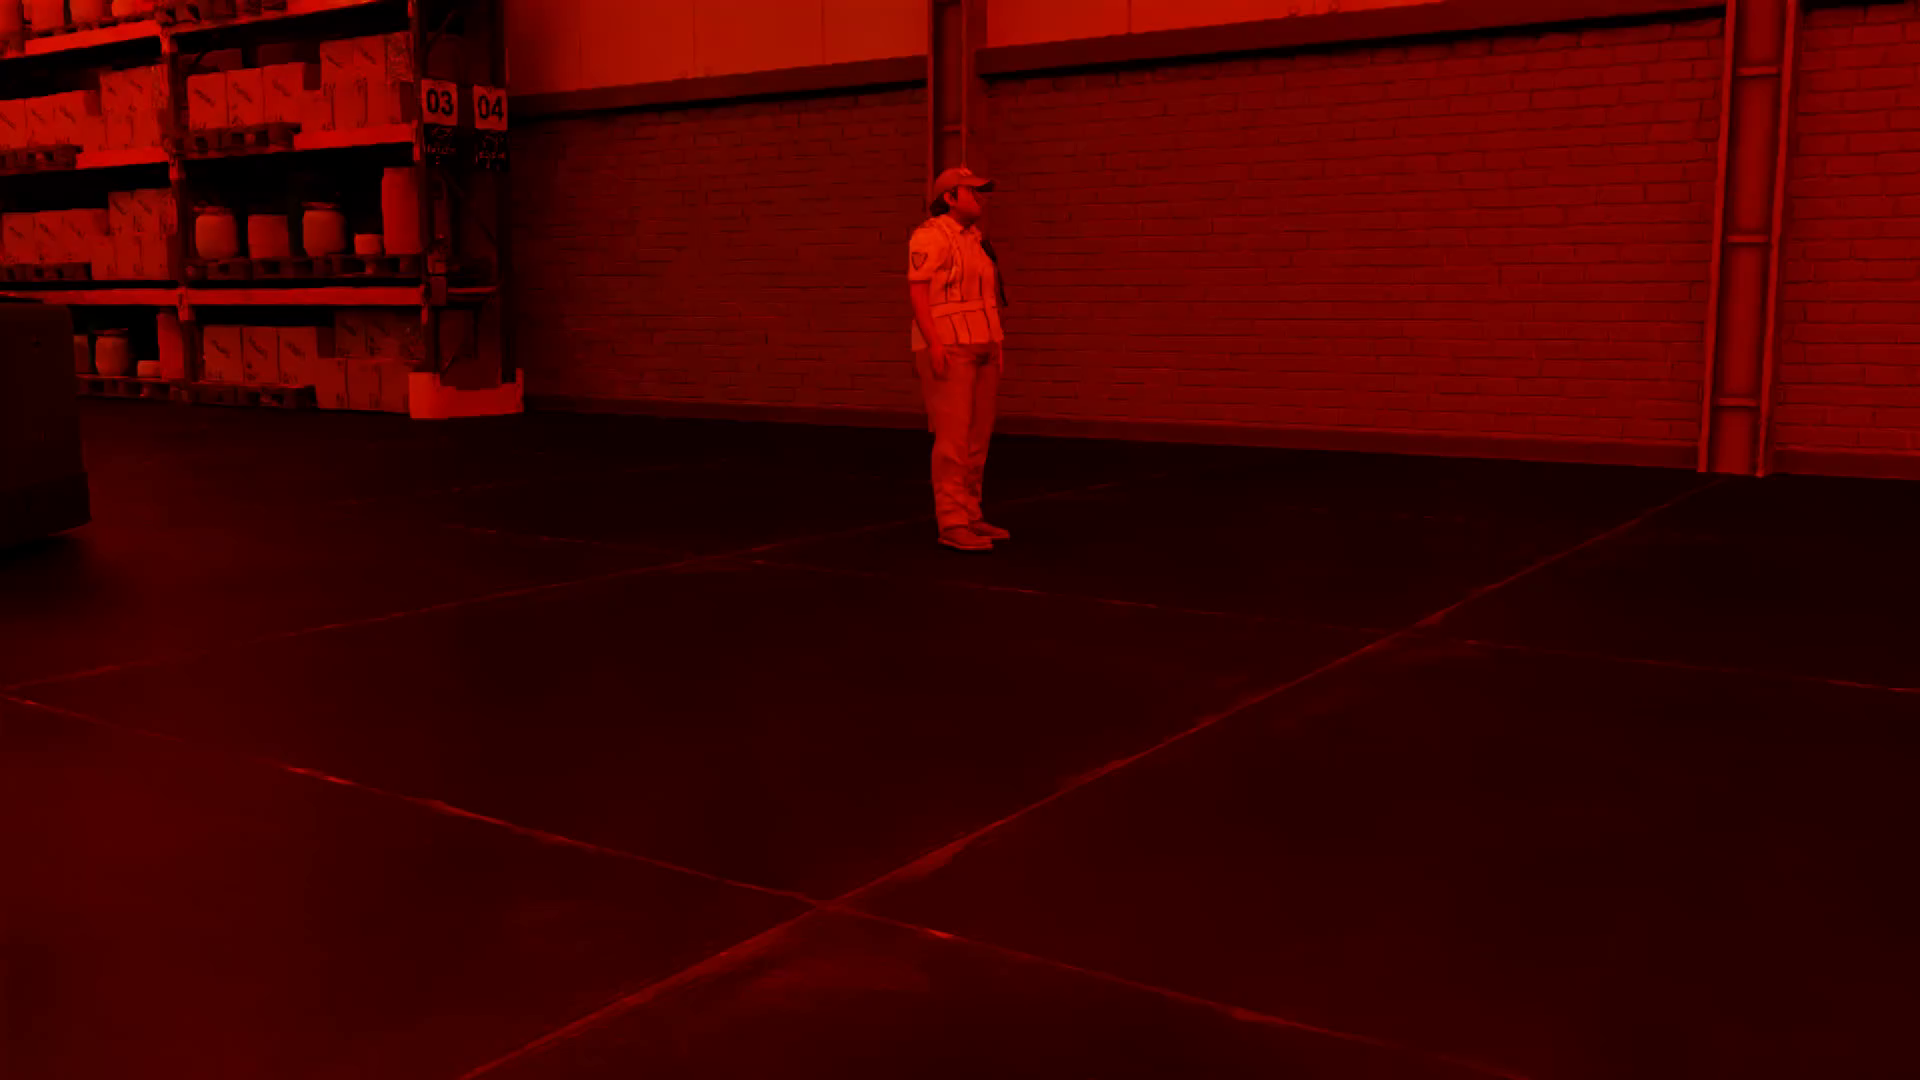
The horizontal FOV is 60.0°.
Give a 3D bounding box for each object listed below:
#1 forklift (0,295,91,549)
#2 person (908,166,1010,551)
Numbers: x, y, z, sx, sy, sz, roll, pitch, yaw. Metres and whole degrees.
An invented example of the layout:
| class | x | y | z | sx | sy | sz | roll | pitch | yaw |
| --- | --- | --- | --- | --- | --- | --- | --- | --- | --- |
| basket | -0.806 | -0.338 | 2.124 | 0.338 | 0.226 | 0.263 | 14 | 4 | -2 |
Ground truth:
| class | x | y | z | sx | sy | sz | roll | pitch | yaw |
| --- | --- | --- | --- | --- | --- | --- | --- | --- | --- |
| forklift | -5.474 | -1.381 | 6.904 | 3.031 | 2.935 | 1.130 | -1 | 8 | -5 |
| person | 0.052 | -0.823 | 7.424 | 0.527 | 1.669 | 0.598 | 5 | 10 | 34 |
